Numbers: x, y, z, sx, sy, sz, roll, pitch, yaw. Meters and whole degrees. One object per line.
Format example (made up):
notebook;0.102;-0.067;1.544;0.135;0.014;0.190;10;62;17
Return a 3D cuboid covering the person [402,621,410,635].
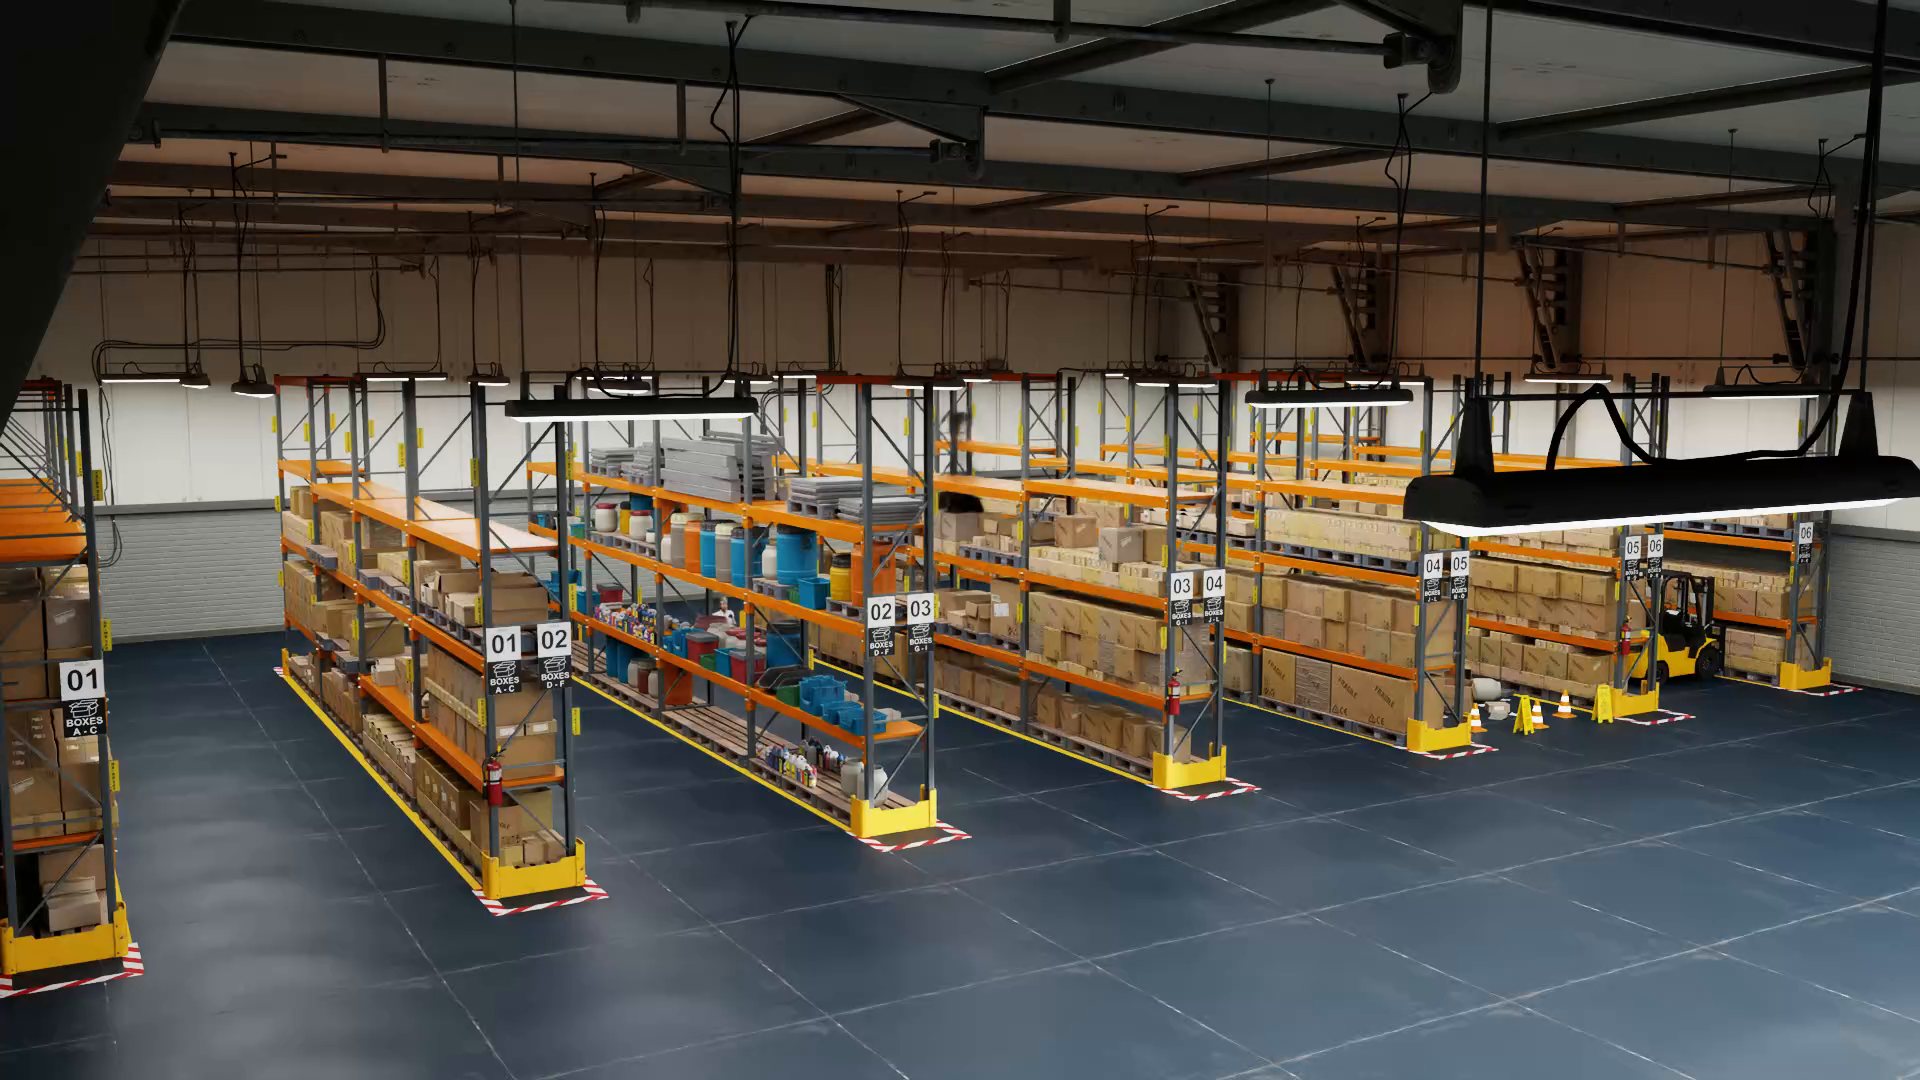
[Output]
person;-11.126;1.754;33.858;0.758;1.764;0.921;-6;9;-43

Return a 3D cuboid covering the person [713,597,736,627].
person;-4.596;1.942;32.663;0.604;1.654;0.538;-4;7;-31
